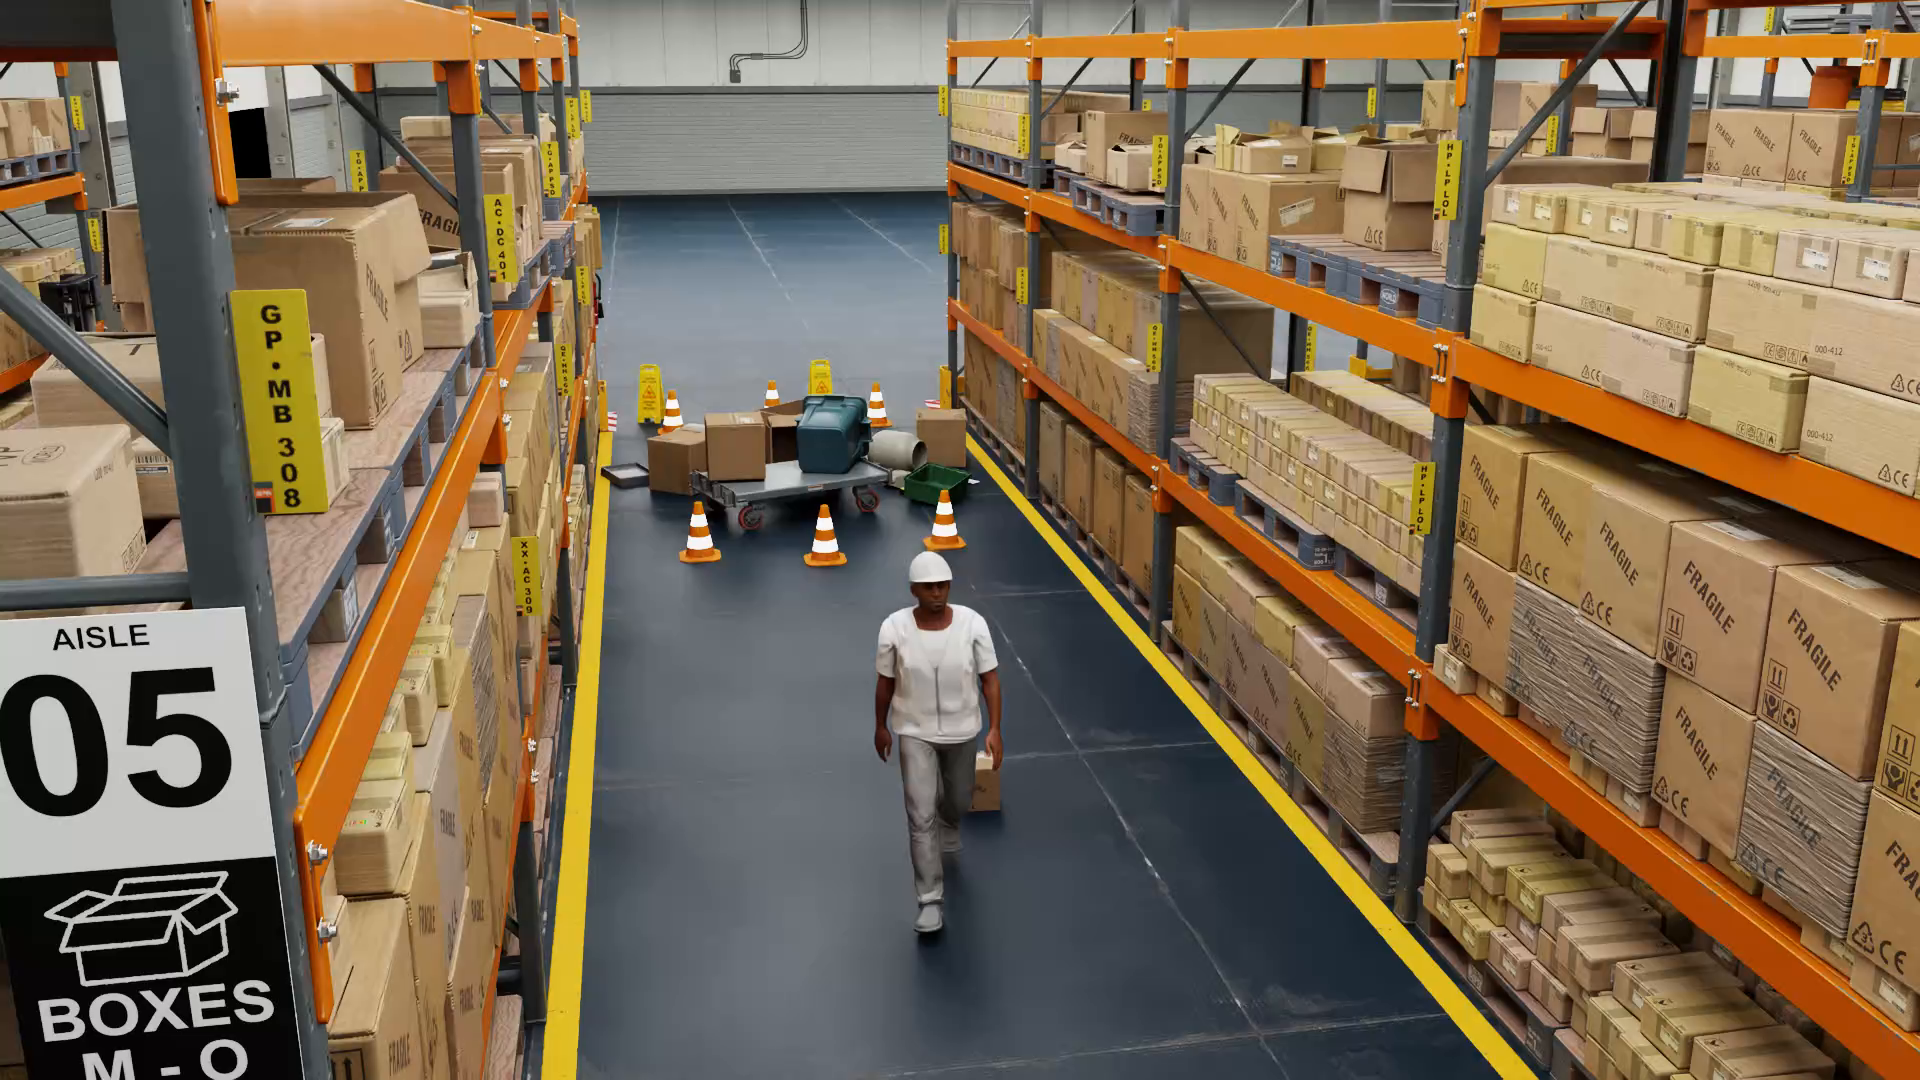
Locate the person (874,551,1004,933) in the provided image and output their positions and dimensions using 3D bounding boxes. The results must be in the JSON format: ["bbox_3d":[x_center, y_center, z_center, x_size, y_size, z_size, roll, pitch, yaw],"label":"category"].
[{"bbox_3d":[-0.100,0.902,7.922,0.594,1.730,1.010,-2,16,-8],"label":"person"}]
